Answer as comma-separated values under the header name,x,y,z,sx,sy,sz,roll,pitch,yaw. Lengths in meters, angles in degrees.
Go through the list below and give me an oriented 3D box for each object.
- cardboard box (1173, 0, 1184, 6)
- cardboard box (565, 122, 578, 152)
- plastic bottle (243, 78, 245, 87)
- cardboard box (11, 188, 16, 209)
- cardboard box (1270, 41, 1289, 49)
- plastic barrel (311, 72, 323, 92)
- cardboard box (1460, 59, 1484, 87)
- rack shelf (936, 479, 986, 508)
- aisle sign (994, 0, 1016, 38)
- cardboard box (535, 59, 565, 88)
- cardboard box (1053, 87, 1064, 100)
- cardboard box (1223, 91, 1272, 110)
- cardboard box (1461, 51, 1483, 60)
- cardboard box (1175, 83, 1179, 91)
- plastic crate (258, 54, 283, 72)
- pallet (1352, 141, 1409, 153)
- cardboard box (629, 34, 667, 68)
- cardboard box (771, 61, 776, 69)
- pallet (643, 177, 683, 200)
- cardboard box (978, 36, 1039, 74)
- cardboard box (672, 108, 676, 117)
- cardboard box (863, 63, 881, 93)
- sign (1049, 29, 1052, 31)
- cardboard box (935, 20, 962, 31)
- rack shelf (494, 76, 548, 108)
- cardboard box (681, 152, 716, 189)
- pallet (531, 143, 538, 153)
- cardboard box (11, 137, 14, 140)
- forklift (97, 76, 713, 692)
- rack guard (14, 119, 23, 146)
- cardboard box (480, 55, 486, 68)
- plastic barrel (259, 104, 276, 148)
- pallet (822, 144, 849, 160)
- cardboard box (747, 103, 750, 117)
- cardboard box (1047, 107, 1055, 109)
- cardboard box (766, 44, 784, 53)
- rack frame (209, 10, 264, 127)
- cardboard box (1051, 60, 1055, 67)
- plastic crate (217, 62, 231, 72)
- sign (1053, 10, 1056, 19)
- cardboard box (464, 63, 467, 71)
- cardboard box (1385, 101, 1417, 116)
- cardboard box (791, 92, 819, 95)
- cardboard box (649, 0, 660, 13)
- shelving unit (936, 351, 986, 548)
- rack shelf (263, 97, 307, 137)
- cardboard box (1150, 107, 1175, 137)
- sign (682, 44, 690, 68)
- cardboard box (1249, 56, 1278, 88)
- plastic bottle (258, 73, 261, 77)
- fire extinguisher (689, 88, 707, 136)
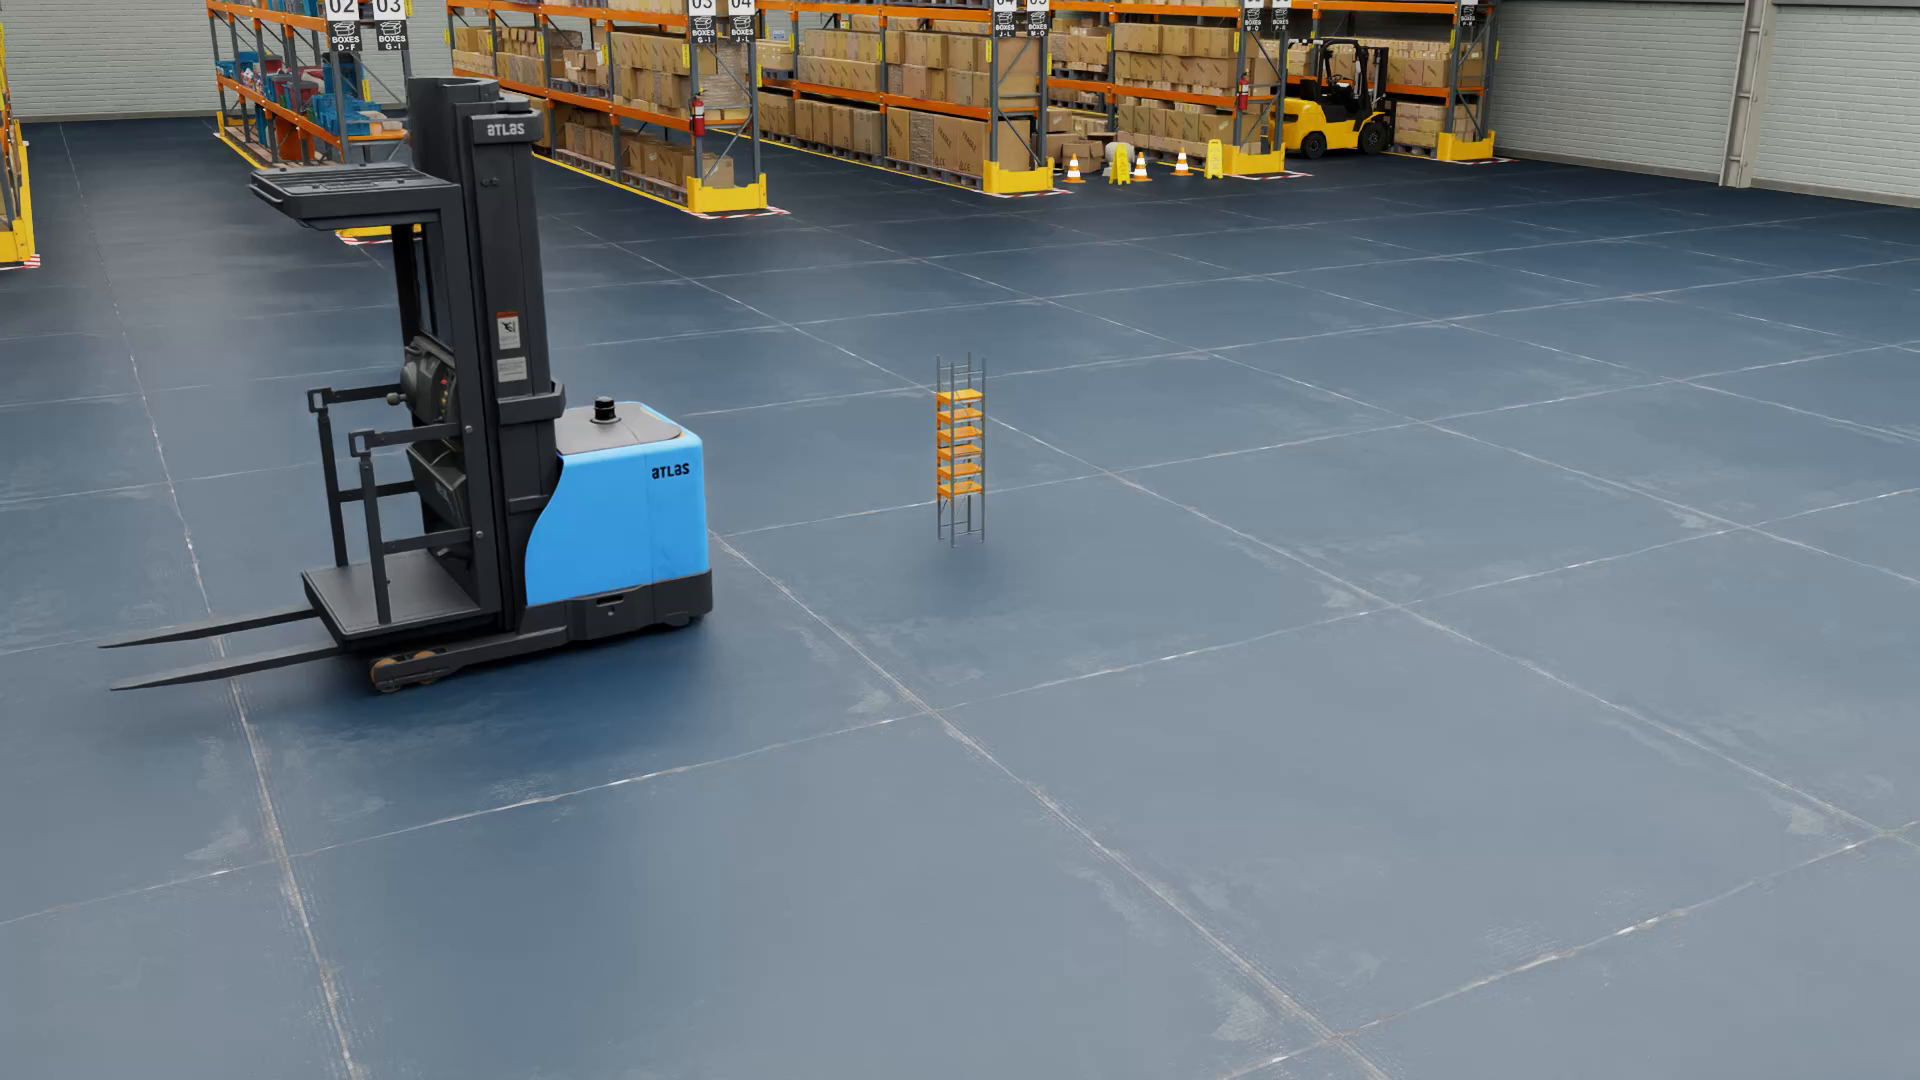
name,x,y,z,sx,sy,sz,roll,pitch,yaw
cardboard box,4.064,-9.727,30.009,0.380,0.149,0.250,-10,22,-27
cardboard box,-6.937,-7.534,31.023,0.700,0.500,0.500,-11,22,-30
plastic bottle,-13.598,-8.744,31.677,0.097,0.201,0.097,0,19,0
cardboard box,-13.680,-4.814,23.556,0.500,0.250,0.500,-10,21,-27
cardboard box,6.838,-10.560,35.489,0.380,0.149,0.250,-11,22,-28
plastic barrel,-10.342,-7.364,27.167,0.433,0.535,0.433,0,19,0
cardboard box,9.624,-8.937,31.780,0.500,0.500,0.500,-9,21,-25
rack shelf,0.007,-0.294,10.516,0.258,0.103,0.180,-10,21,-27
aisle sign,0.709,-8.301,26.105,0.394,0.787,0.004,-10,21,-27
cardboard box,-7.725,-8.847,31.518,0.500,0.500,0.500,-9,21,-25
cardboard box,2.758,-11.706,43.145,0.500,0.500,0.500,-10,21,-26
cardboard box,6.417,-9.710,37.169,0.875,0.625,0.625,-9,21,-25
cardboard box,9.682,-9.196,31.536,0.380,0.149,0.250,-11,22,-28
cardboard box,4.173,-8.332,30.565,0.380,0.149,0.250,-10,21,-27
plastic crate,-13.734,-9.431,33.175,0.402,0.464,0.583,-10,21,-27
pallet,8.639,-7.950,33.346,1.003,0.211,1.213,-10,21,-27
cardboard box,-4.907,-7.753,26.360,0.500,0.500,0.500,-10,21,-27
cardboard box,-3.614,-9.657,33.762,0.380,0.149,0.250,-10,21,-27
pallet,-4.440,-5.692,26.803,1.003,0.211,1.213,-10,21,-27
cardboard box,0.797,-7.833,26.848,0.875,0.550,0.550,-10,21,-27
cardboard box,-4.178,-6.541,25.373,0.380,0.149,0.250,-10,21,-27
cardboard box,-1.443,-8.443,30.348,0.500,0.500,0.500,-10,21,-27
sign,1.922,-10.828,35.759,0.100,0.325,0.005,-10,21,-27
cardboard box,-0.229,-11.587,37.926,0.500,0.500,0.500,-10,21,-27
rack shelf,-8.222,-8.931,33.017,1.077,0.370,4.000,-10,21,-27
cardboard box,-4.069,-5.765,25.928,0.500,0.500,0.500,-4,20,-12
pallet,-8.156,-7.966,33.394,1.003,0.211,1.213,-10,21,-27
cardboard box,-16.211,-6.514,28.068,0.500,0.500,0.500,-11,22,-29
forklift,-2.908,-0.812,8.493,3.031,2.935,1.130,-11,22,-29
rack guard,-19.755,-8.256,33.792,1.175,0.500,0.348,-10,21,-27
cardboard box,-9.860,-10.149,35.218,0.500,0.250,0.500,-9,21,-25
plastic barrel,-12.951,-7.922,31.564,0.600,0.901,0.708,-10,21,-27
pallet,-1.976,-7.530,32.129,1.003,0.211,1.213,-10,21,-27
cardboard box,-4.389,-9.196,35.872,0.500,0.500,0.500,-9,21,-24
cardboard box,1.709,-9.024,35.569,0.950,0.372,0.625,-12,22,-30
cardboard box,-3.737,-10.014,33.883,0.380,0.149,0.250,-9,21,-25
rack frame,-15.430,-10.226,35.667,1.000,3.000,0.127,-10,21,-27
cardboard box,2.098,-9.803,34.183,0.380,0.149,0.250,-9,21,-25
plastic crate,-15.290,-9.864,34.784,0.416,0.233,0.300,-10,21,-27
sign,2.515,-14.075,44.563,0.100,0.325,0.005,-10,21,-27
cardboard box,-10.704,-10.427,36.634,0.380,0.149,0.250,-10,22,-28
cardboard box,8.625,-8.449,32.557,0.500,0.250,0.500,-10,21,-26
cardboard box,-3.215,-9.188,34.699,0.500,0.250,0.500,-10,22,-27
cardboard box,-4.402,-8.137,25.246,0.500,0.250,0.500,-9,21,-25
shelving unit,0.007,-0.563,10.424,0.258,1.200,0.189,-10,21,-27
rack shelf,-10.682,-7.015,27.466,1.077,0.370,4.000,-10,21,-27
cardboard box,3.900,-7.824,31.130,0.500,0.500,0.500,-9,21,-24
sign,-3.971,-7.016,24.107,0.100,0.325,0.005,-10,21,-27
cardboard box,5.267,-8.302,29.482,0.500,0.500,0.500,-10,22,-27
plastic bottle,-13.073,-8.585,31.102,0.152,0.276,0.135,-10,21,-27
fire extinguisher,-3.825,-6.259,24.291,0.296,0.674,0.183,-10,21,-27
